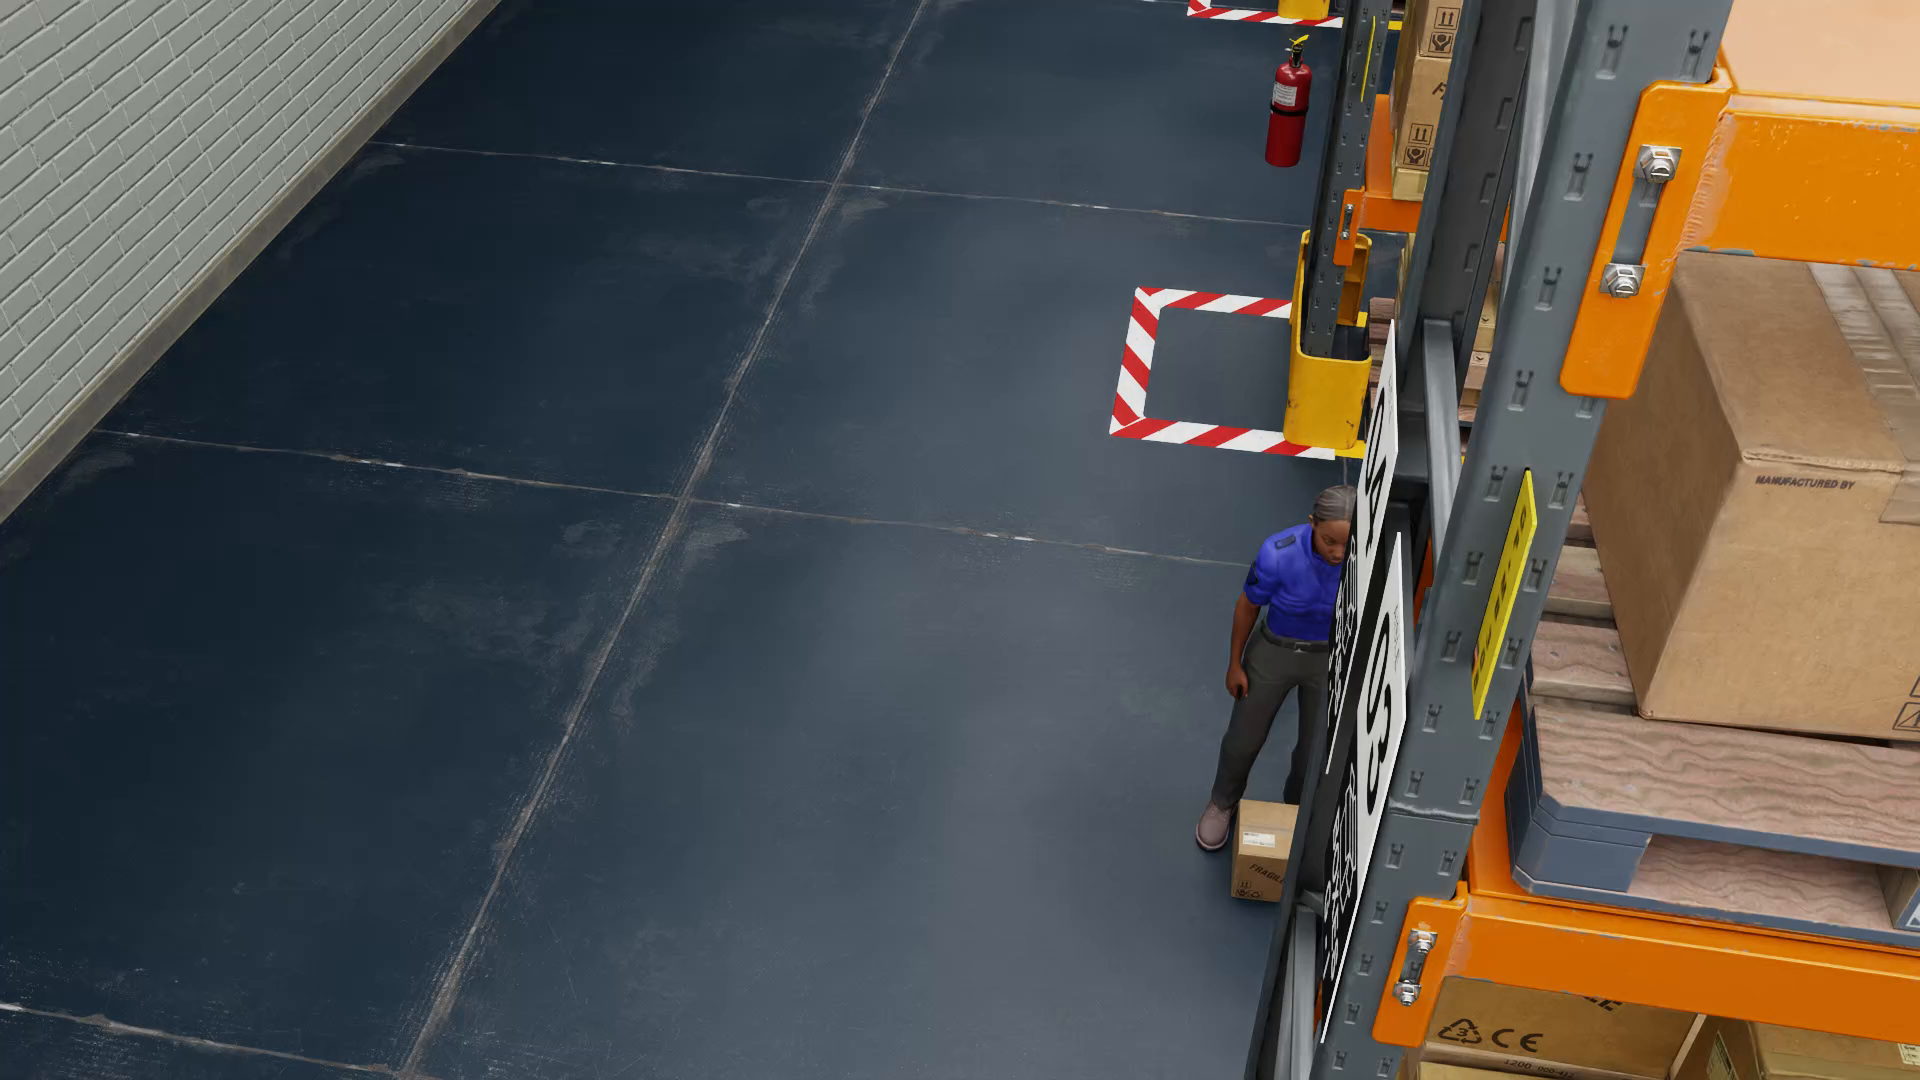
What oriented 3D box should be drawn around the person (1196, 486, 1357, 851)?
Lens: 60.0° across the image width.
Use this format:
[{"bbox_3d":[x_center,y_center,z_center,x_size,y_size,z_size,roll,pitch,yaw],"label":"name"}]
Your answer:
[{"bbox_3d":[1.146,0.433,5.660,0.532,1.655,0.349,4,41,5],"label":"person"}]
